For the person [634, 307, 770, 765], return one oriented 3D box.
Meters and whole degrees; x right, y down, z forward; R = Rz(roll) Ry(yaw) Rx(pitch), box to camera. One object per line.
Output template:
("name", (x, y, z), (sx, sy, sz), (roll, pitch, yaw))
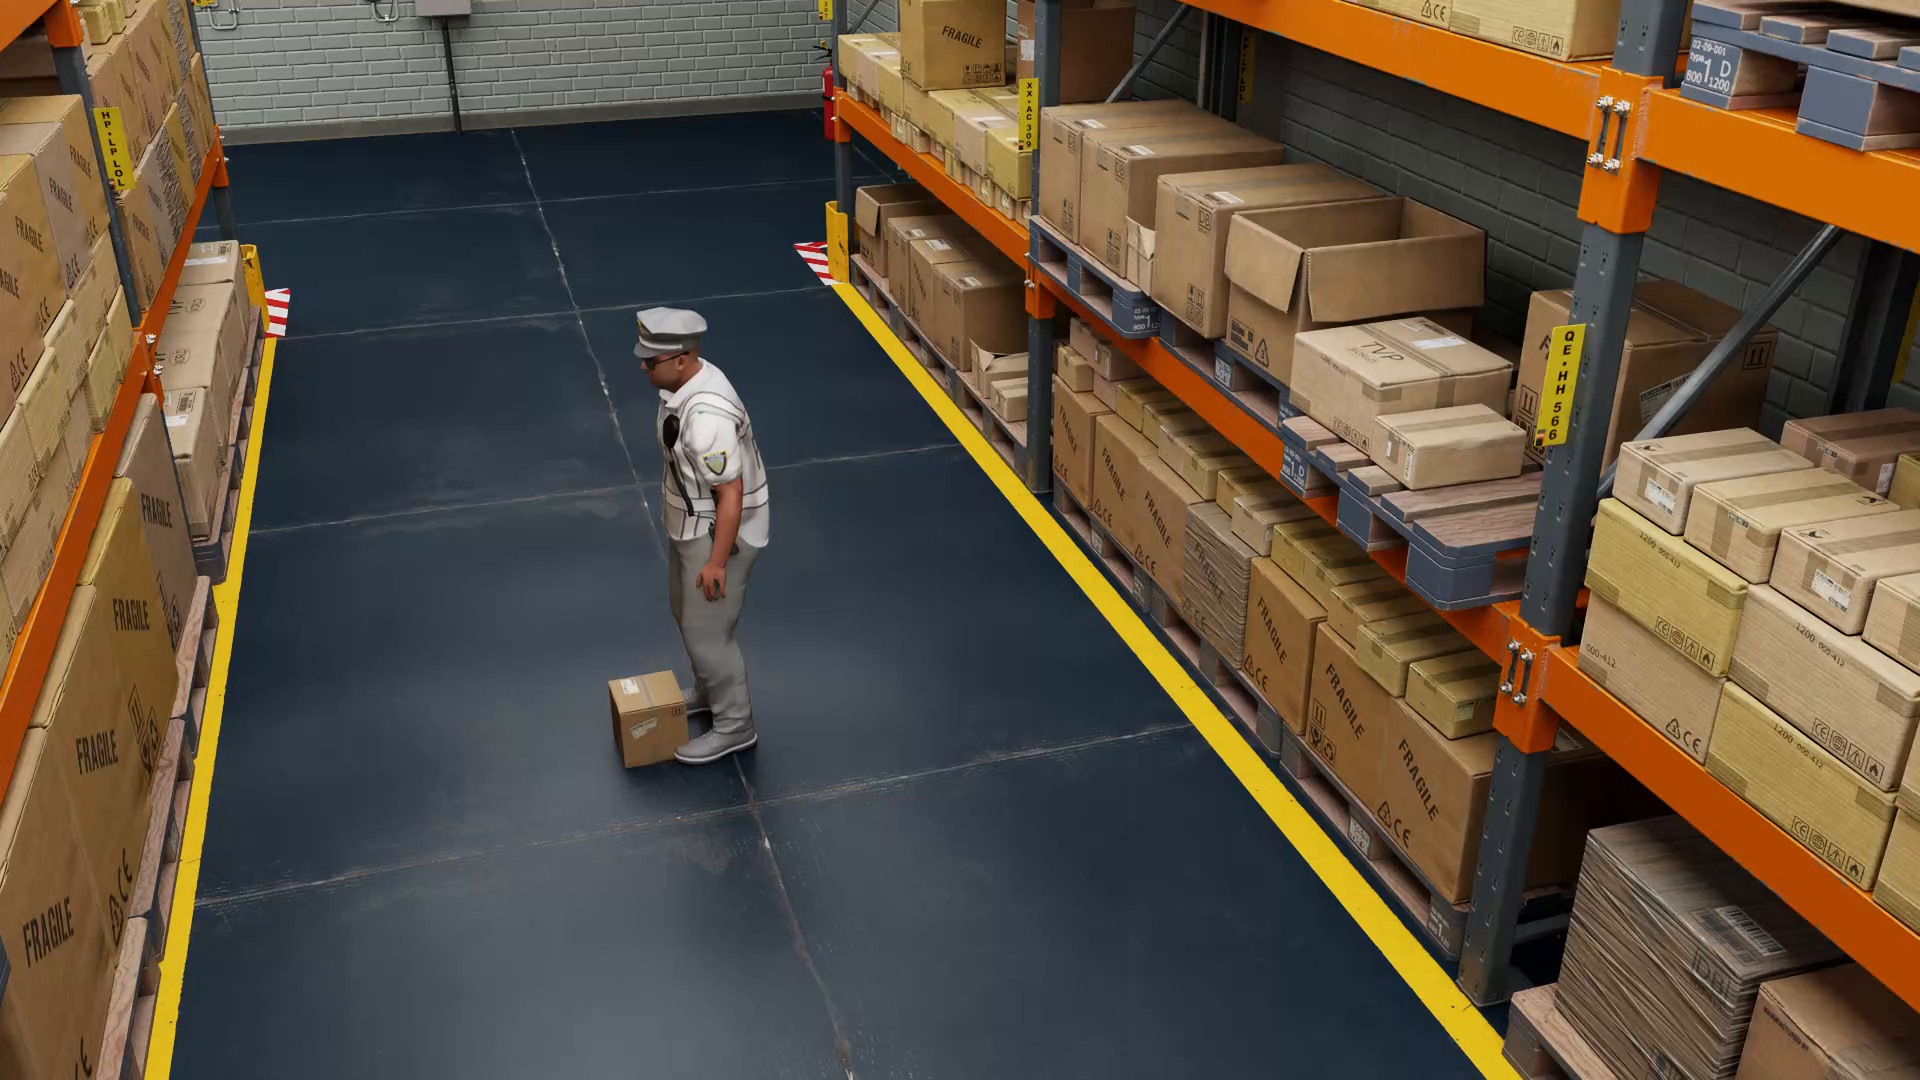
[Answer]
("person", (-0.936, -0.027, 6.160), (0.437, 1.747, 0.601), (-10, 28, -19))
